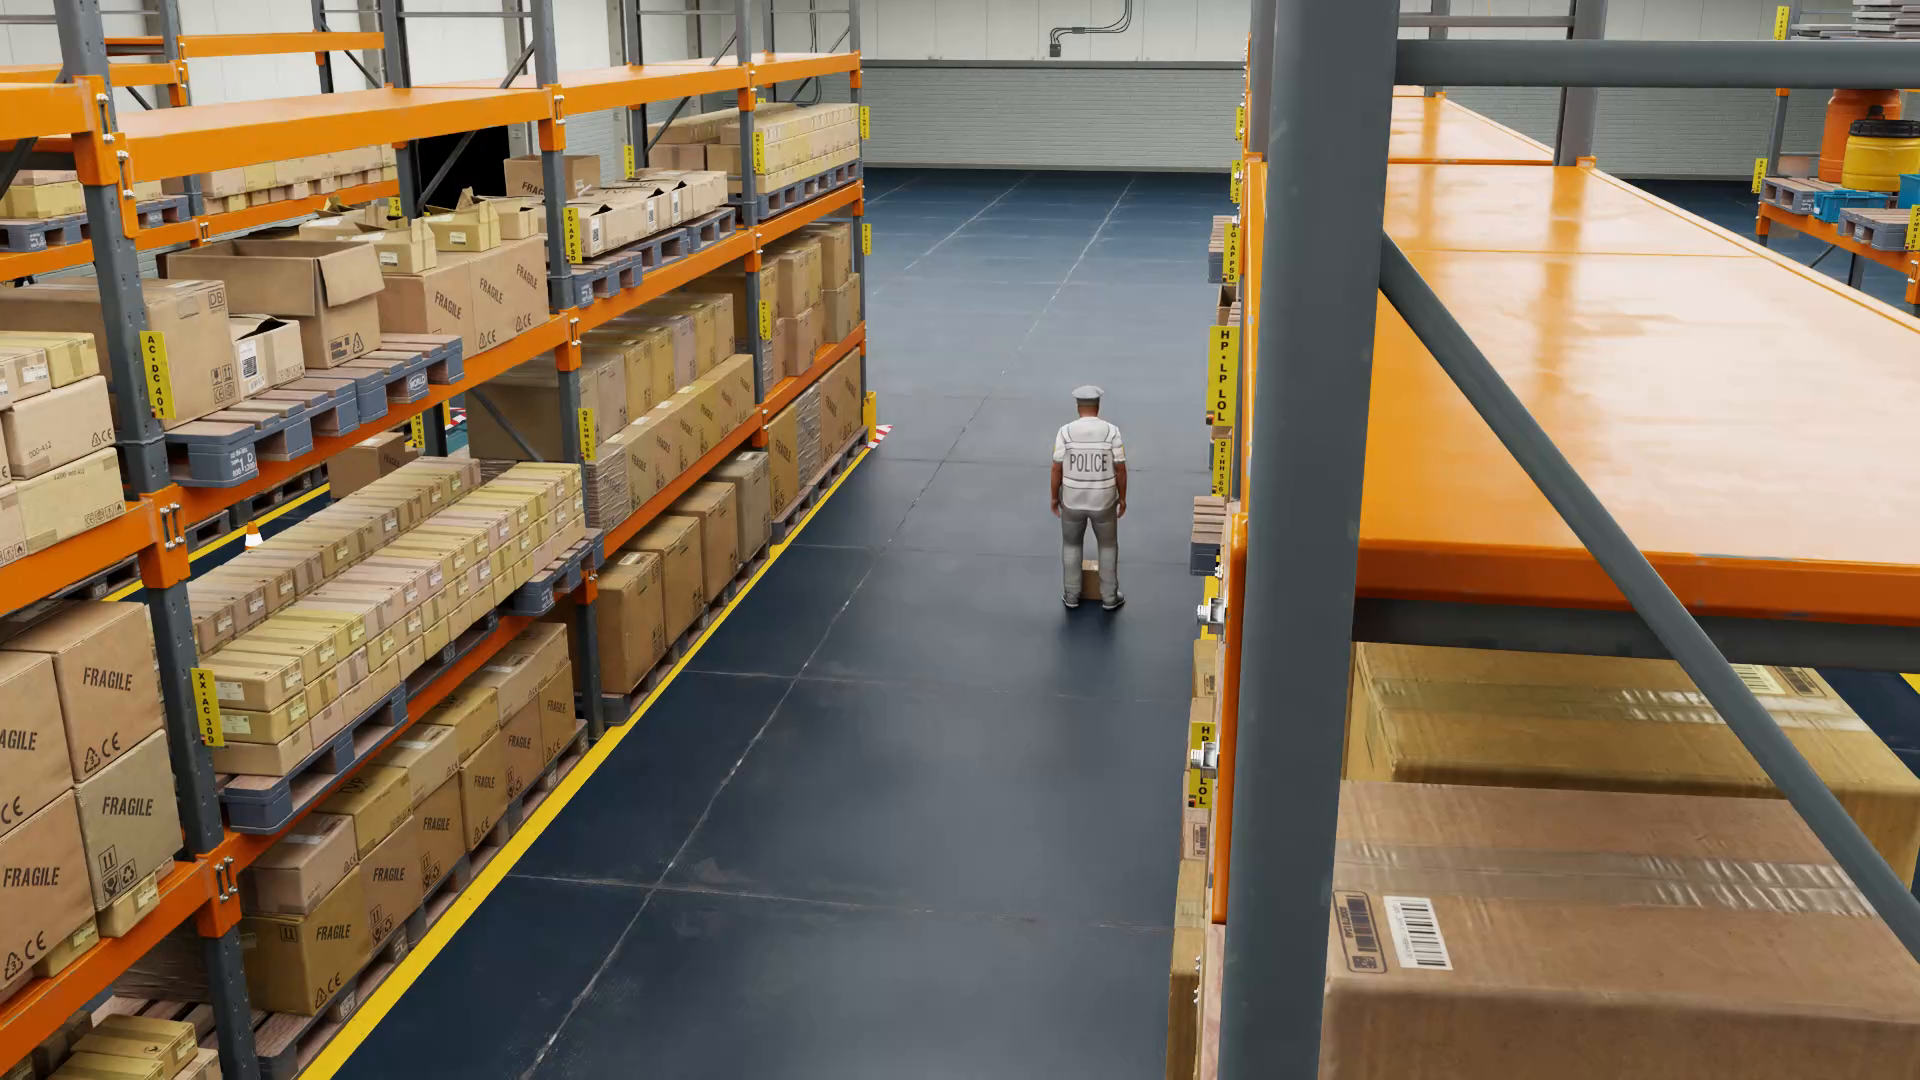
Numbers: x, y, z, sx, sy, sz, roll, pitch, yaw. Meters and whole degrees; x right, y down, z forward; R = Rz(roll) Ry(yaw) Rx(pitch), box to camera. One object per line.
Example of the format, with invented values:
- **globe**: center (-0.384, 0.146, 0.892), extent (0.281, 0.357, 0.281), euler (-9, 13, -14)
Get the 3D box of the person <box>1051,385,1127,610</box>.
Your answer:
- **person**: center (1.011, -0.312, 13.012), extent (0.605, 1.749, 0.438), euler (2, 18, 6)
